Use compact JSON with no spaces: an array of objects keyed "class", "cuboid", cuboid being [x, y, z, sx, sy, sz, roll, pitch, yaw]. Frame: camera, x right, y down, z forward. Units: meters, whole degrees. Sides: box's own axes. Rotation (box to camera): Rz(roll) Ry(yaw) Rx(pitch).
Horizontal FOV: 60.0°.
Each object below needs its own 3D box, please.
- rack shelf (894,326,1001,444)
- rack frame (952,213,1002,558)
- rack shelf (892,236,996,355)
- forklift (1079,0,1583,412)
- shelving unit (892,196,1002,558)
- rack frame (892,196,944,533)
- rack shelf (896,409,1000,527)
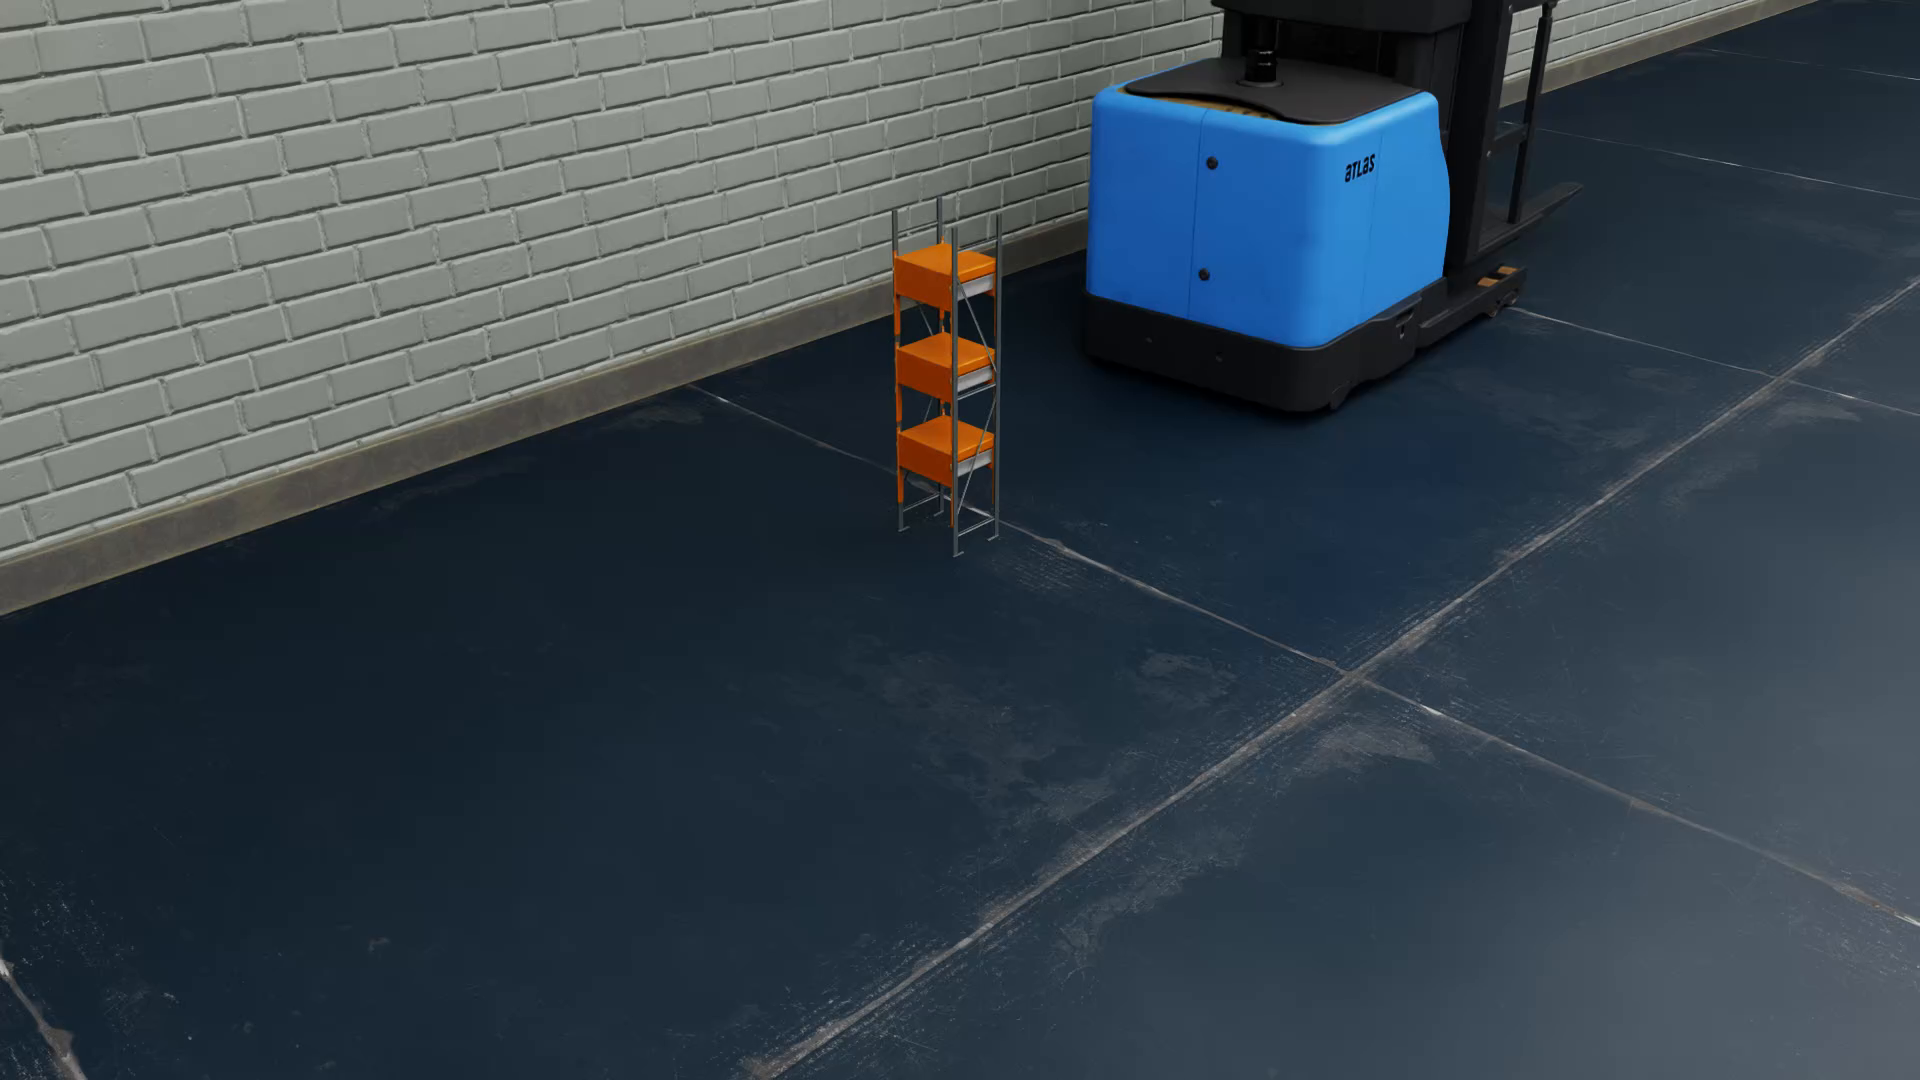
[{"class":"rack shelf","cuboid":[-0.038,-0.473,5.044,0.240,0.259,0.215,25,36,38]},{"class":"rack frame","cuboid":[0.049,-0.442,4.963,0.008,1.050,0.200,25,36,38]},{"class":"rack shelf","cuboid":[-0.038,-0.724,4.912,0.240,0.259,0.215,25,36,38]},{"class":"forklift","cuboid":[1.792,-2.372,6.611,1.130,2.935,3.031,21,34,34]},{"class":"shelving unit","cuboid":[-0.038,-0.482,5.039,0.252,1.050,0.215,25,36,38]},{"class":"rack frame","cuboid":[-0.125,-0.522,5.115,0.008,1.050,0.200,25,36,38]},{"class":"rack shelf","cuboid":[-0.038,-0.227,5.173,0.240,0.259,0.215,25,36,38]}]
